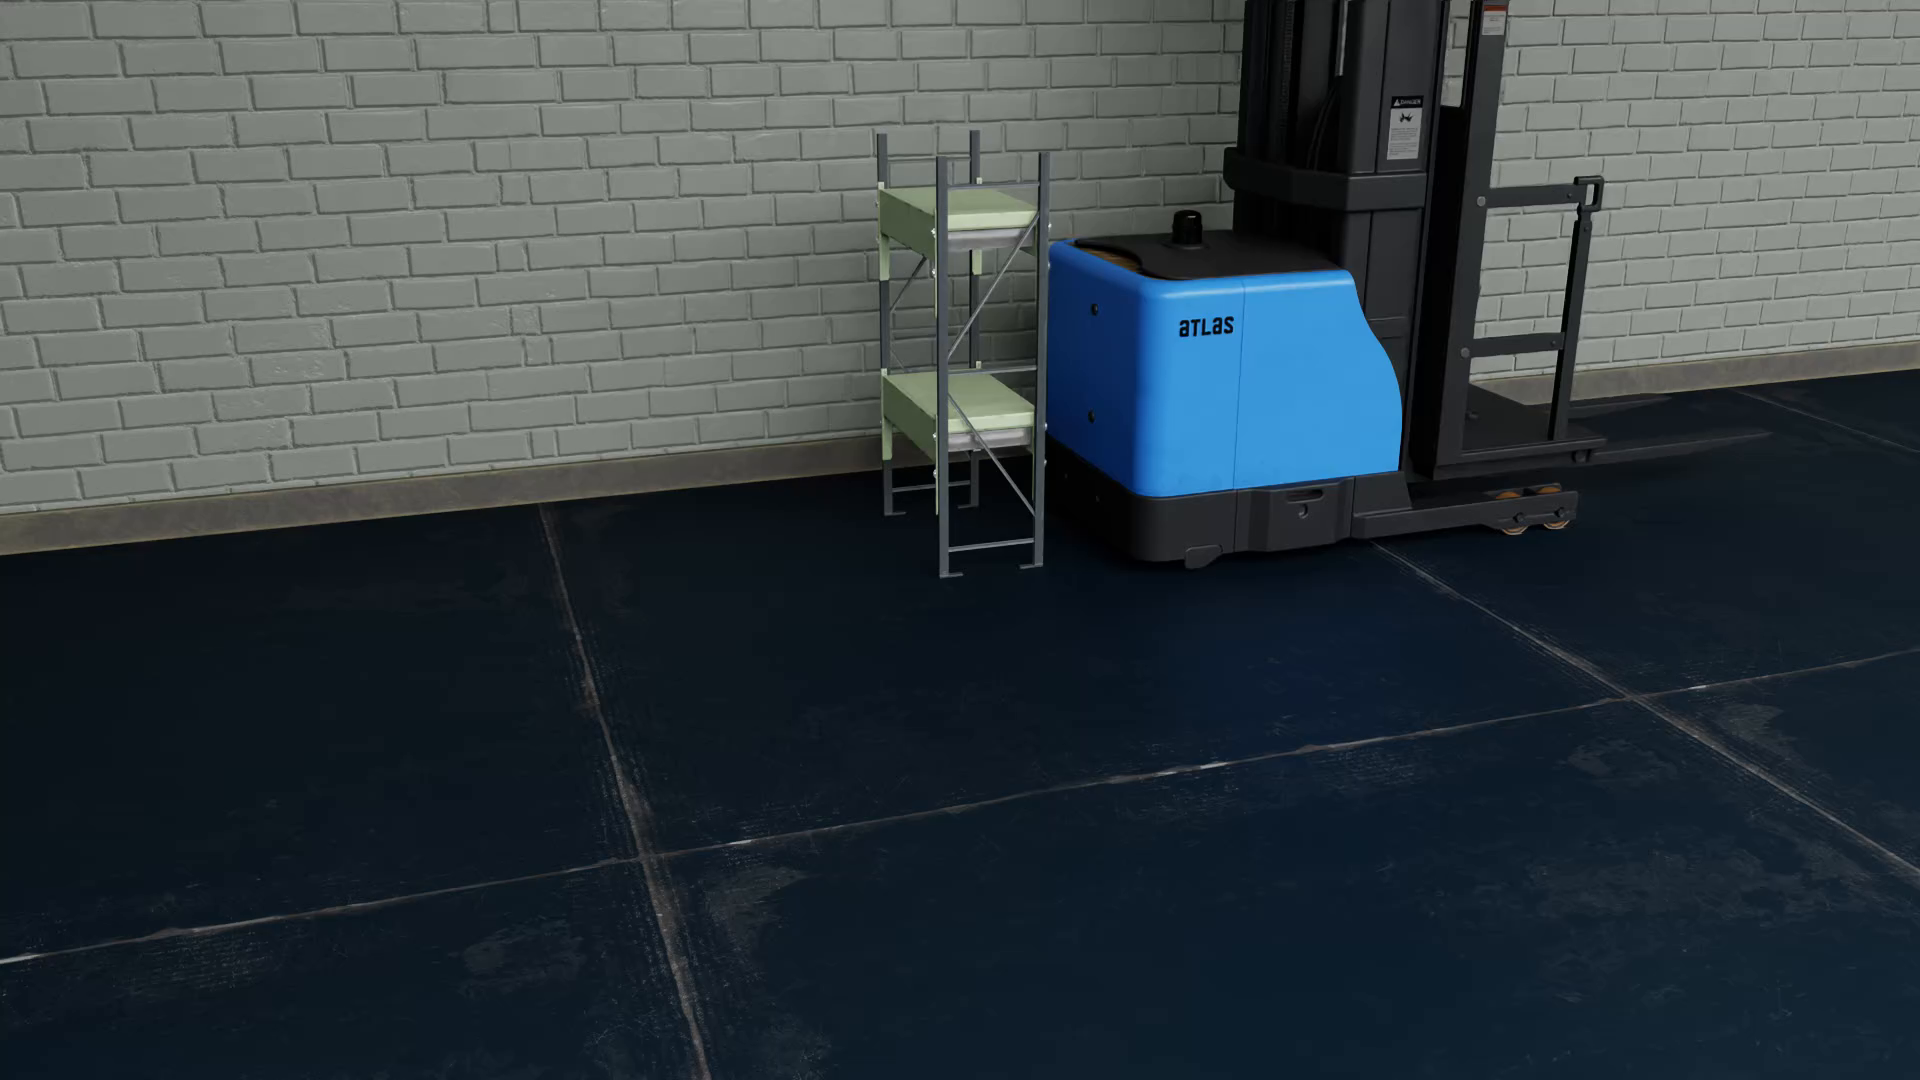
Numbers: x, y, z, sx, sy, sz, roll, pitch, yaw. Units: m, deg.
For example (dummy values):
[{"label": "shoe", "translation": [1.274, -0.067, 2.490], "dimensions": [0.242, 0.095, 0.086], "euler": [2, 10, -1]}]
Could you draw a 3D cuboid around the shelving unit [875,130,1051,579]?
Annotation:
[{"label": "shelving unit", "translation": [-0.002, -0.708, 6.169], "dimensions": [0.431, 1.500, 0.755], "euler": [-6, 21, -17]}]

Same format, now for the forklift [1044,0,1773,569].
[{"label": "forklift", "translation": [1.896, -1.558, 6.419], "dimensions": [3.031, 2.935, 1.130], "euler": [-7, 21, -18]}]

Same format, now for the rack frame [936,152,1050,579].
[{"label": "rack frame", "translation": [0.113, -0.591, 5.842], "dimensions": [0.400, 1.500, 0.023], "euler": [-6, 21, -17]}]

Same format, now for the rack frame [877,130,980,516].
[{"label": "rack frame", "translation": [-0.117, -0.825, 6.496], "dimensions": [0.400, 1.500, 0.023], "euler": [-6, 21, -17]}]

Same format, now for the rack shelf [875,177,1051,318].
[{"label": "rack shelf", "translation": [-0.002, -1.075, 6.037], "dimensions": [0.431, 0.370, 0.720], "euler": [-6, 21, -17]}]

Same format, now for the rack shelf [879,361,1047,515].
[{"label": "rack shelf", "translation": [-0.002, -0.401, 6.279], "dimensions": [0.431, 0.370, 0.720], "euler": [-6, 21, -17]}]
